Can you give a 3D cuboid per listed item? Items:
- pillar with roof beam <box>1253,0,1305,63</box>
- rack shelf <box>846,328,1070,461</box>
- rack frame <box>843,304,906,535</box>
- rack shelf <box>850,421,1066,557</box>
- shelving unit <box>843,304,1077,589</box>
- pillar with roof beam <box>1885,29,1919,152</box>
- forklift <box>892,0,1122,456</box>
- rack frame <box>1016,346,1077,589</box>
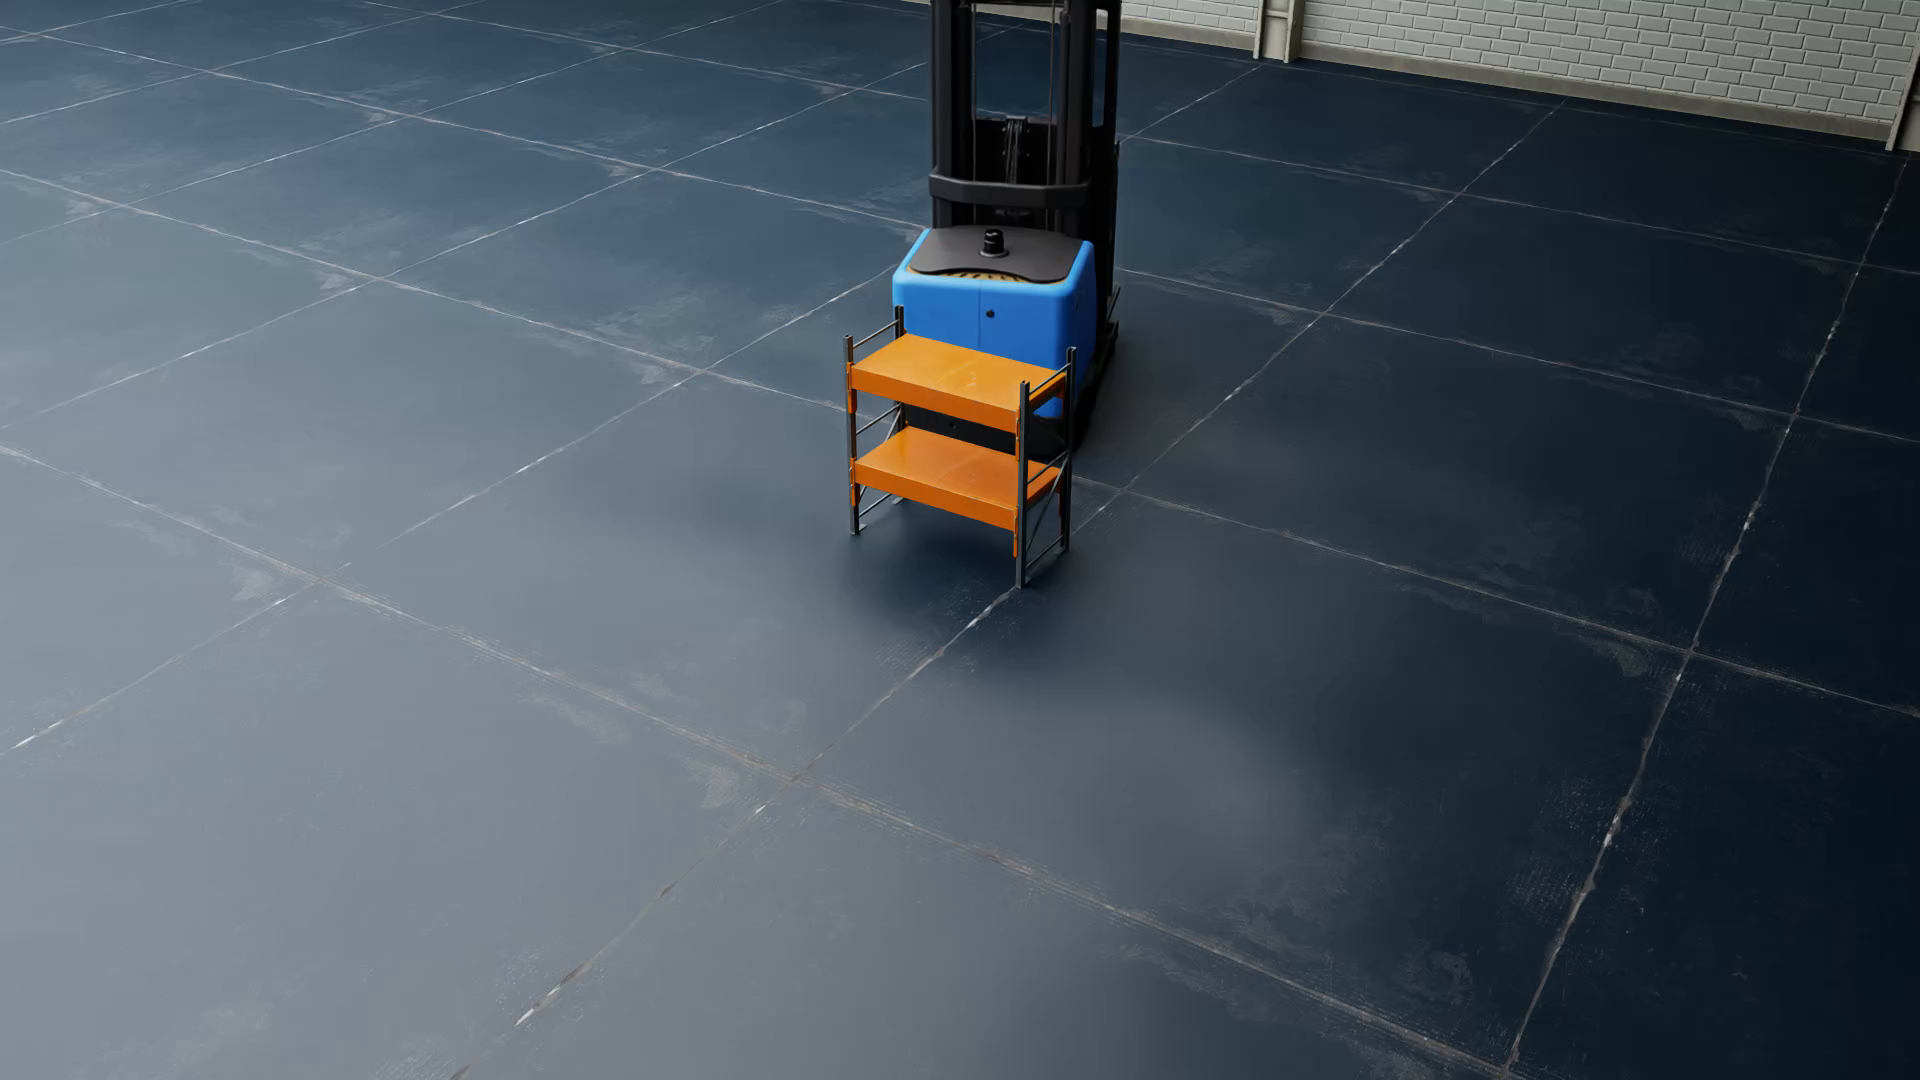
[{"bbox_3d":[1.026,-7.107,12.002,0.400,9.000,9.100,18,35,27],"label":"pillar with roof beam"},{"bbox_3d":[-0.006,-0.740,8.322,1.000,0.278,0.538,18,35,27],"label":"rack shelf"},{"bbox_3d":[-0.436,-0.624,8.703,0.032,1.125,0.500,18,35,27],"label":"rack frame"},{"bbox_3d":[-0.006,-0.276,8.593,1.000,0.278,0.538,18,35,27],"label":"rack shelf"},{"bbox_3d":[-0.006,-0.488,8.470,1.048,1.125,0.538,18,35,27],"label":"shelving unit"},{"bbox_3d":[6.108,-5.499,9.247,0.400,9.000,9.100,18,35,27],"label":"pillar with roof beam"},{"bbox_3d":[0.425,-2.468,10.071,1.130,2.935,3.031,6,31,11],"label":"forklift"},{"bbox_3d":[0.425,-0.351,8.236,0.032,1.125,0.500,18,35,27],"label":"rack frame"}]
